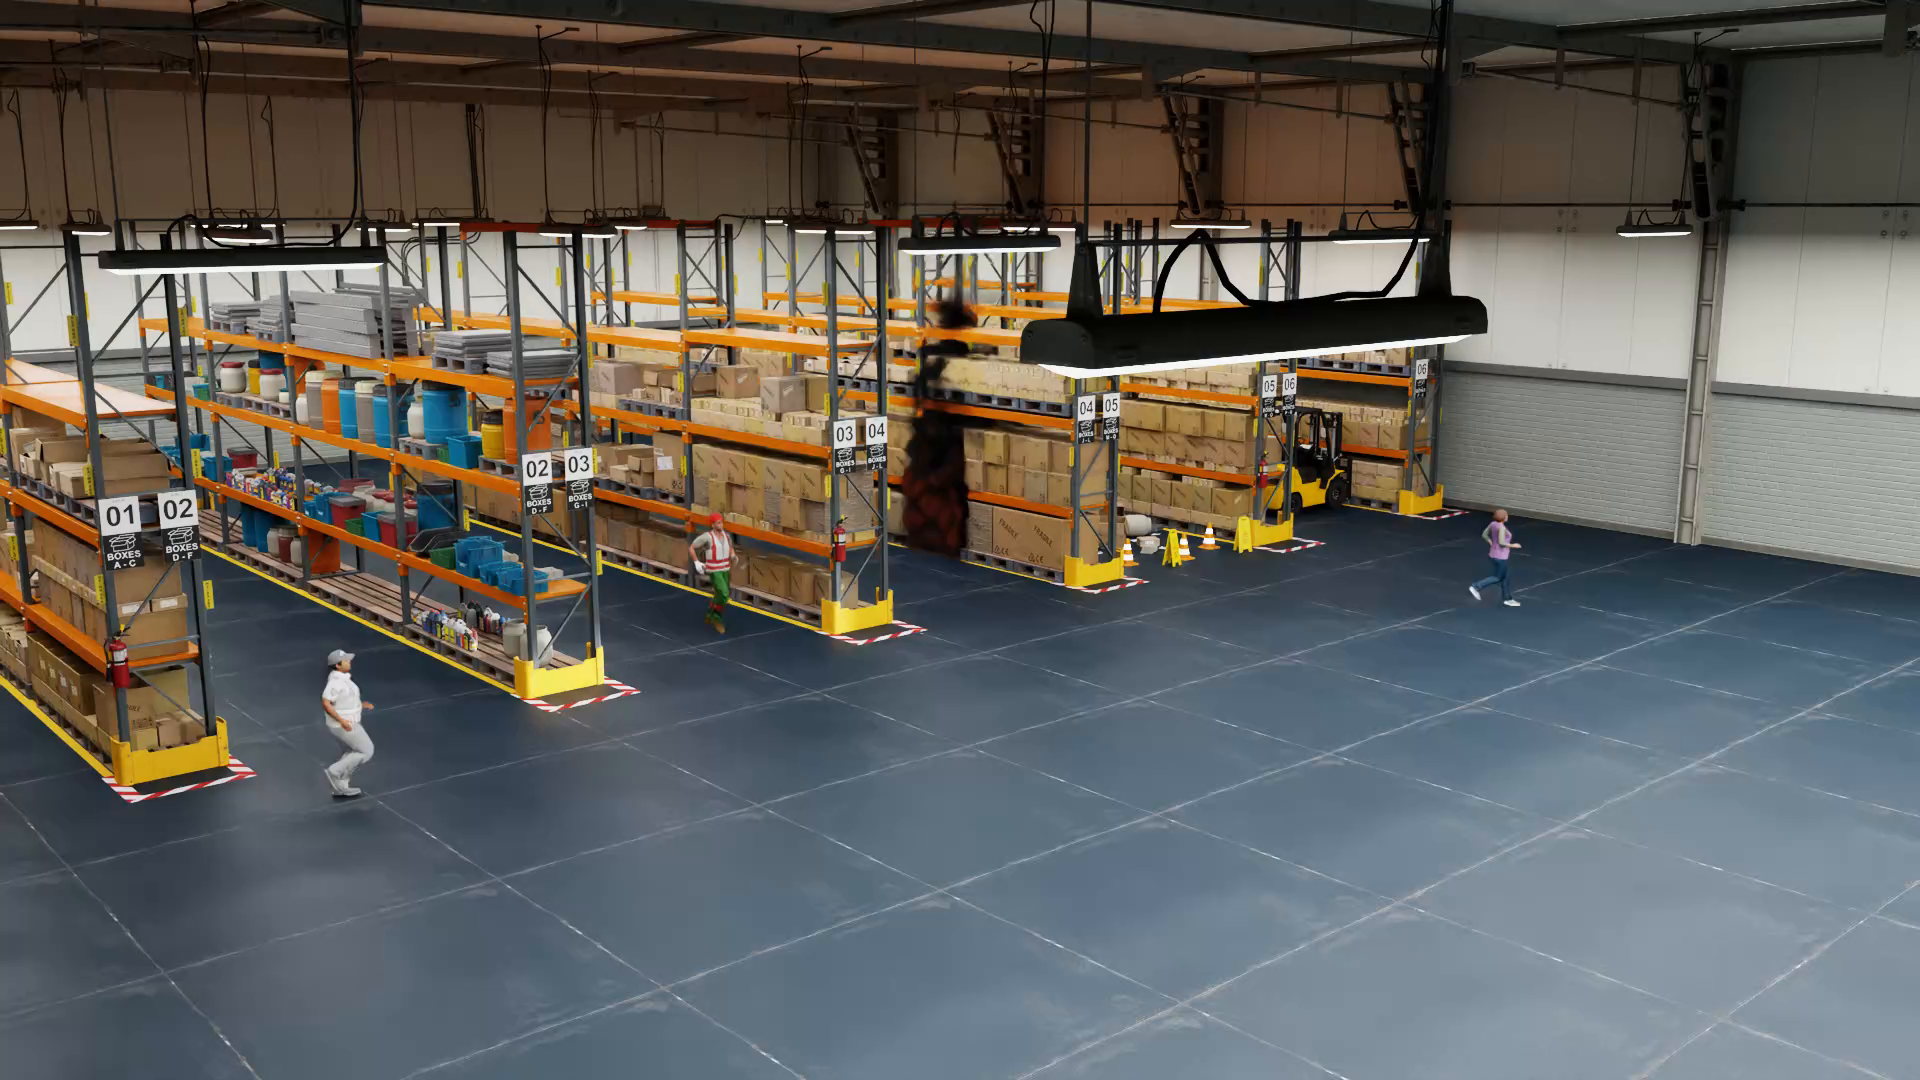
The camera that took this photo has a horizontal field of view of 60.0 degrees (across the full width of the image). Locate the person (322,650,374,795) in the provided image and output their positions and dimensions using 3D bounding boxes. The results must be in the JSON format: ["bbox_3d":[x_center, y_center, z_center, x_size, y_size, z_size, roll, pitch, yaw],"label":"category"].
[{"bbox_3d":[-6.622,1.979,17.994,0.546,1.628,0.602,-4,12,-21],"label":"person"}]

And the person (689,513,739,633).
[{"bbox_3d":[-3.638,0.499,25.004,0.664,1.819,0.686,9,14,37],"label":"person"}]

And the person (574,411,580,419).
[{"bbox_3d":[-9.467,-2.576,40.576,0.750,1.564,0.658,7,13,31],"label":"person"}]

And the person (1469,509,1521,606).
[{"bbox_3d":[8.529,0.283,26.406,0.860,1.587,0.537,0,11,1],"label":"person"}]
